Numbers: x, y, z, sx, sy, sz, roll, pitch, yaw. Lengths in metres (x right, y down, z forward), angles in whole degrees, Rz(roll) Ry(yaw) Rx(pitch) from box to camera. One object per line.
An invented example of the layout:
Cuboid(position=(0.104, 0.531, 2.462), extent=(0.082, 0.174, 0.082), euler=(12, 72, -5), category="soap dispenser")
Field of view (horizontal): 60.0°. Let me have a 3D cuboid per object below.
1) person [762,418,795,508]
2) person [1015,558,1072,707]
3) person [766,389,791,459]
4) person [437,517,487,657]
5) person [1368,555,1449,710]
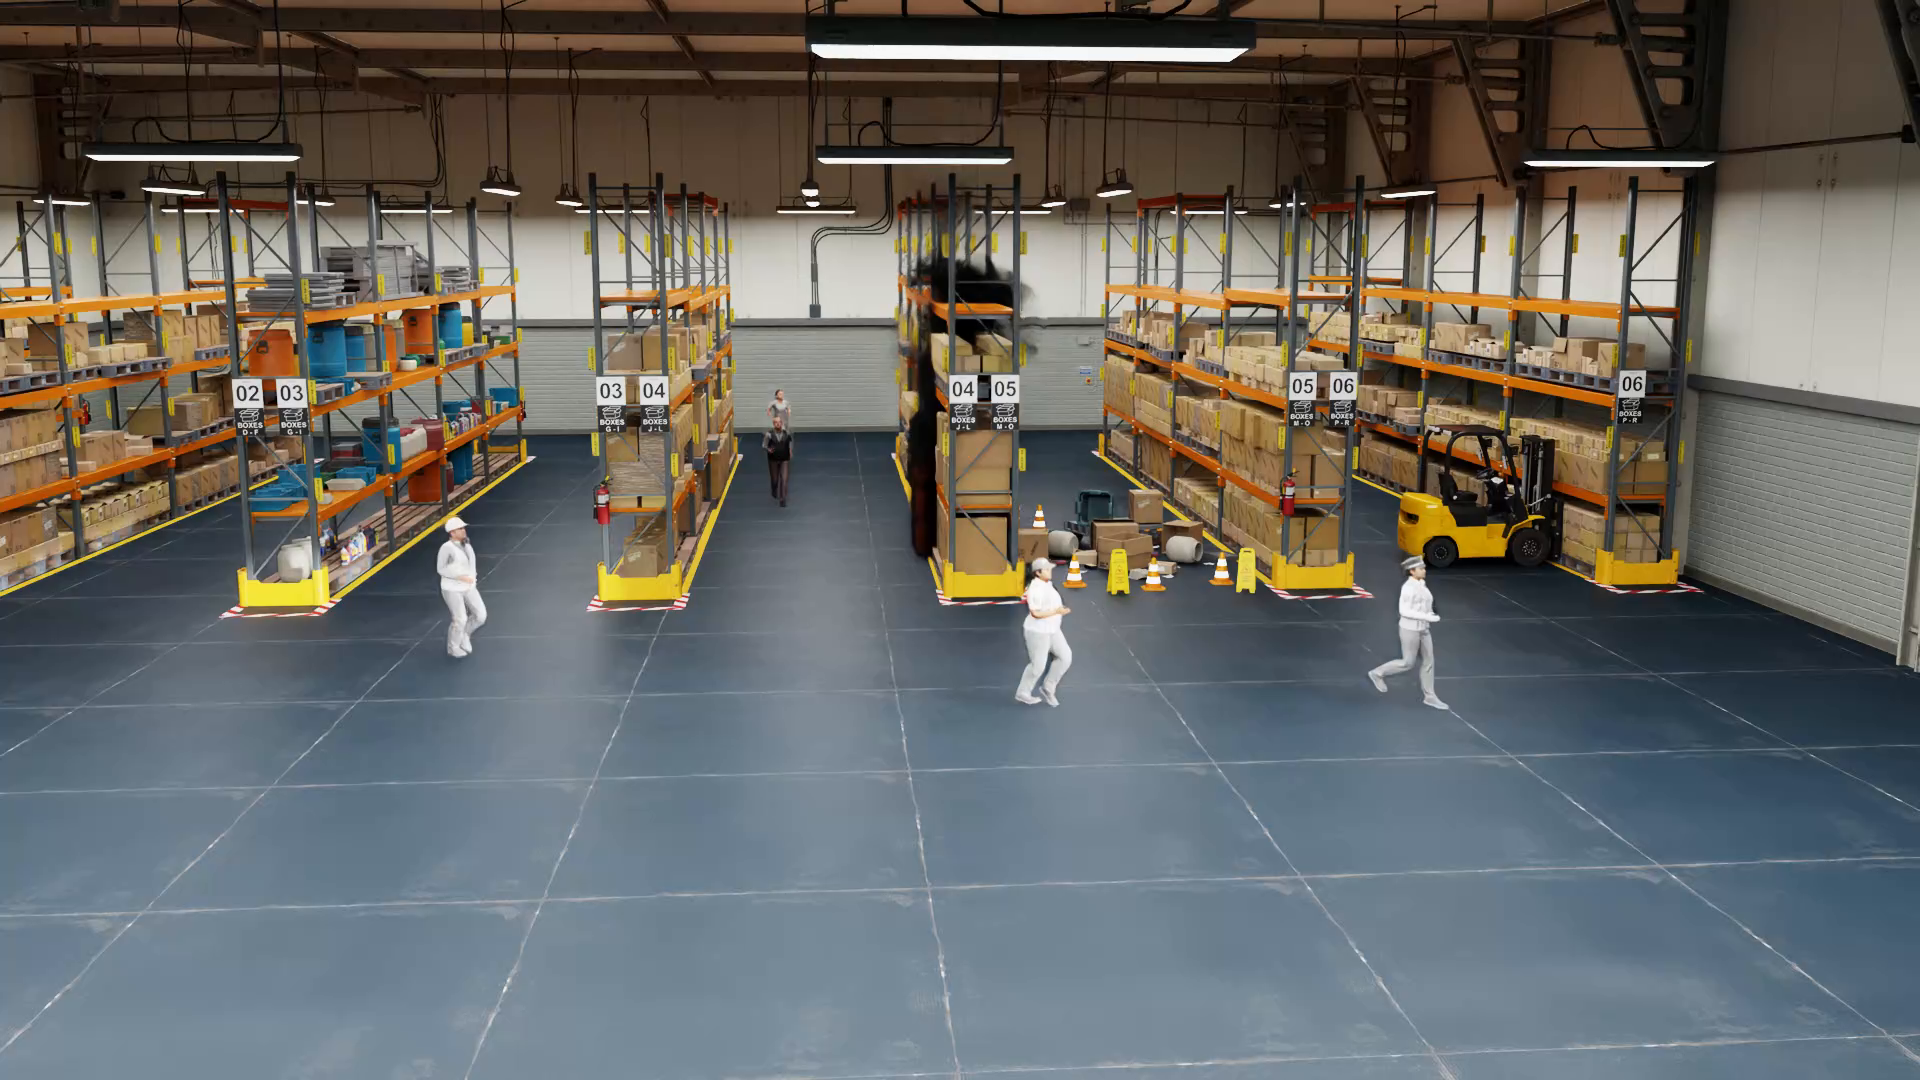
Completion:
Cuboid(position=(-3.526, -1.527, 32.380), extent=(0.661, 1.717, 0.936), euler=(-2, 10, -12), category="person")
Cuboid(position=(0.933, 1.028, 18.174), extent=(0.661, 1.695, 0.586), euler=(5, 11, 26), category="person")
Cuboid(position=(-4.276, -2.760, 39.614), extent=(0.564, 1.671, 0.667), euler=(-8, 13, -39), category="person")
Cuboid(position=(-6.096, 0.581, 20.369), extent=(0.604, 1.736, 0.663), euler=(5, 11, 27), category="person")
Cuboid(position=(4.960, 0.986, 18.237), extent=(0.901, 1.692, 0.616), euler=(7, 12, 36), category="person")
